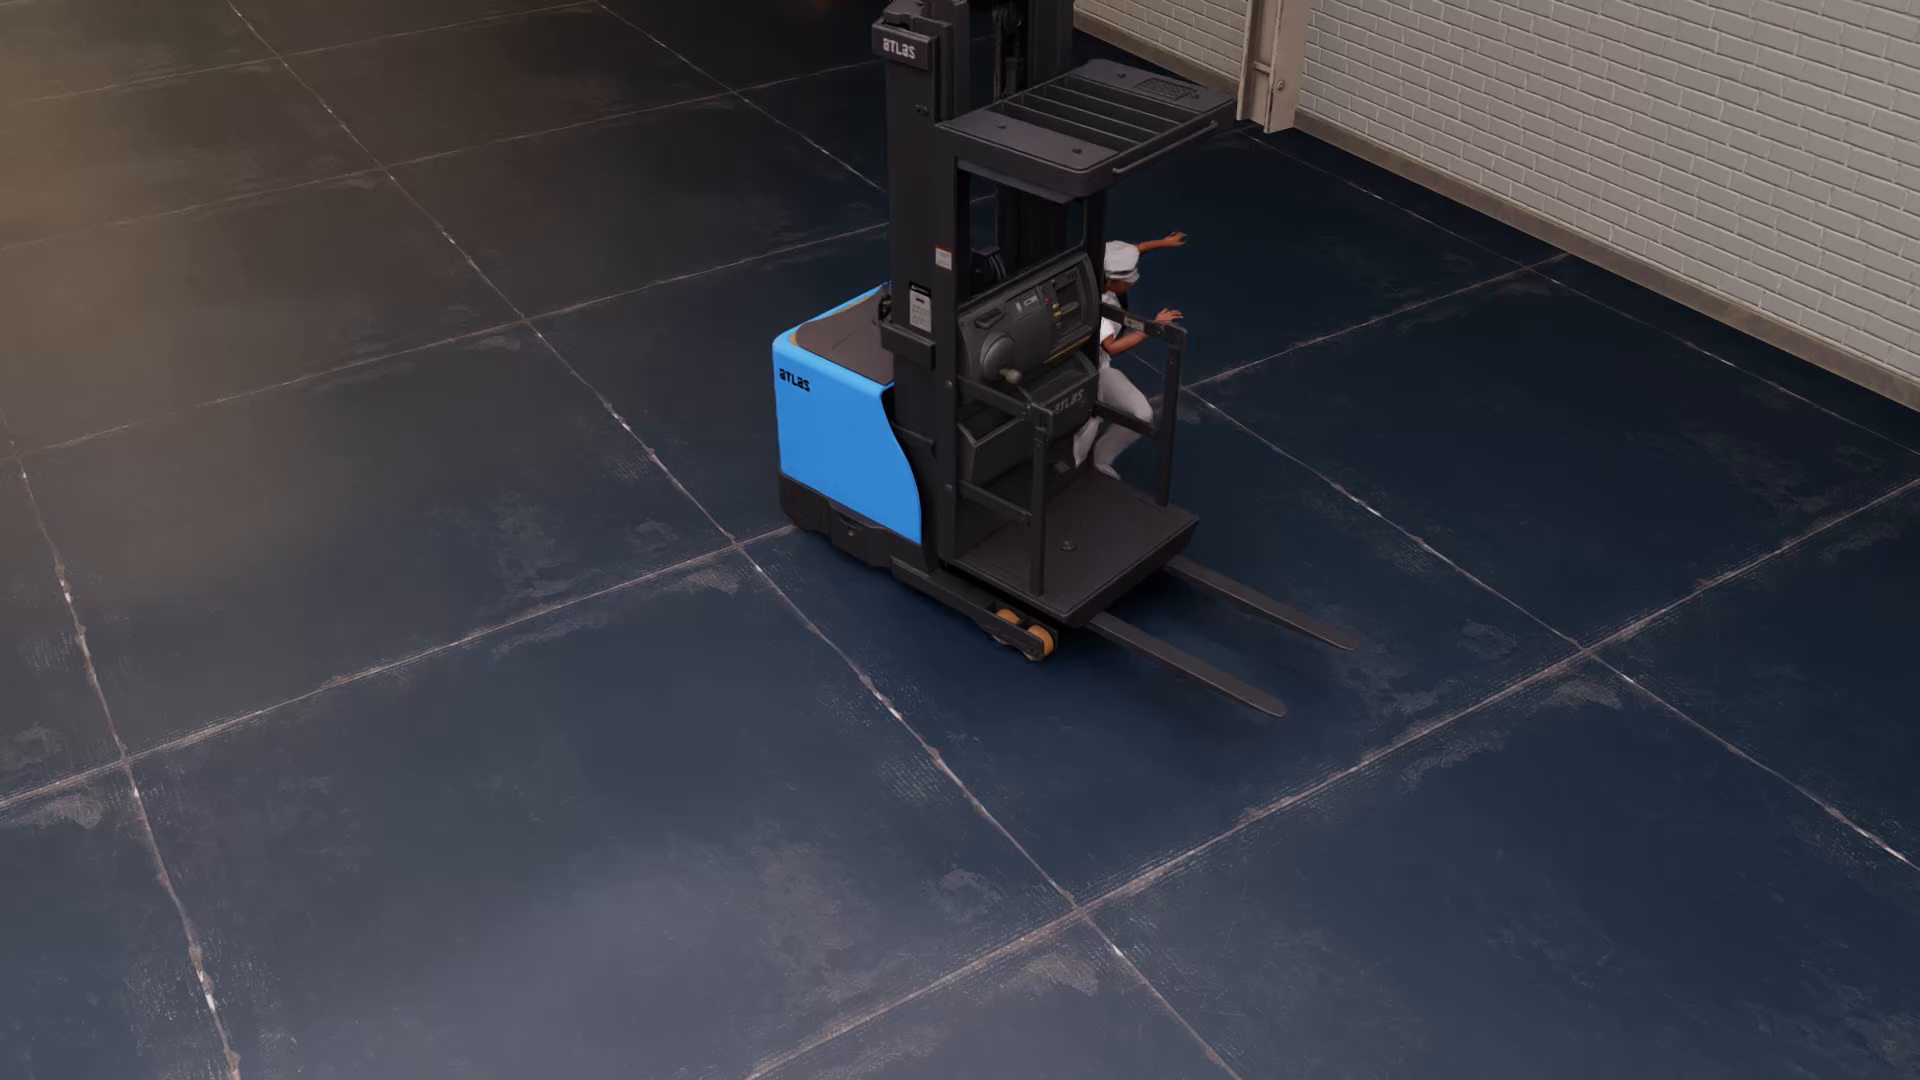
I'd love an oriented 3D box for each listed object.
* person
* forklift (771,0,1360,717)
[{"bbox_3d":[0.845,-0.946,8.791,0.726,1.322,1.501,20,40,26],"label":"person"},{"bbox_3d":[0.482,-0.969,7.527,3.031,2.935,1.130,27,43,33],"label":"forklift"}]
